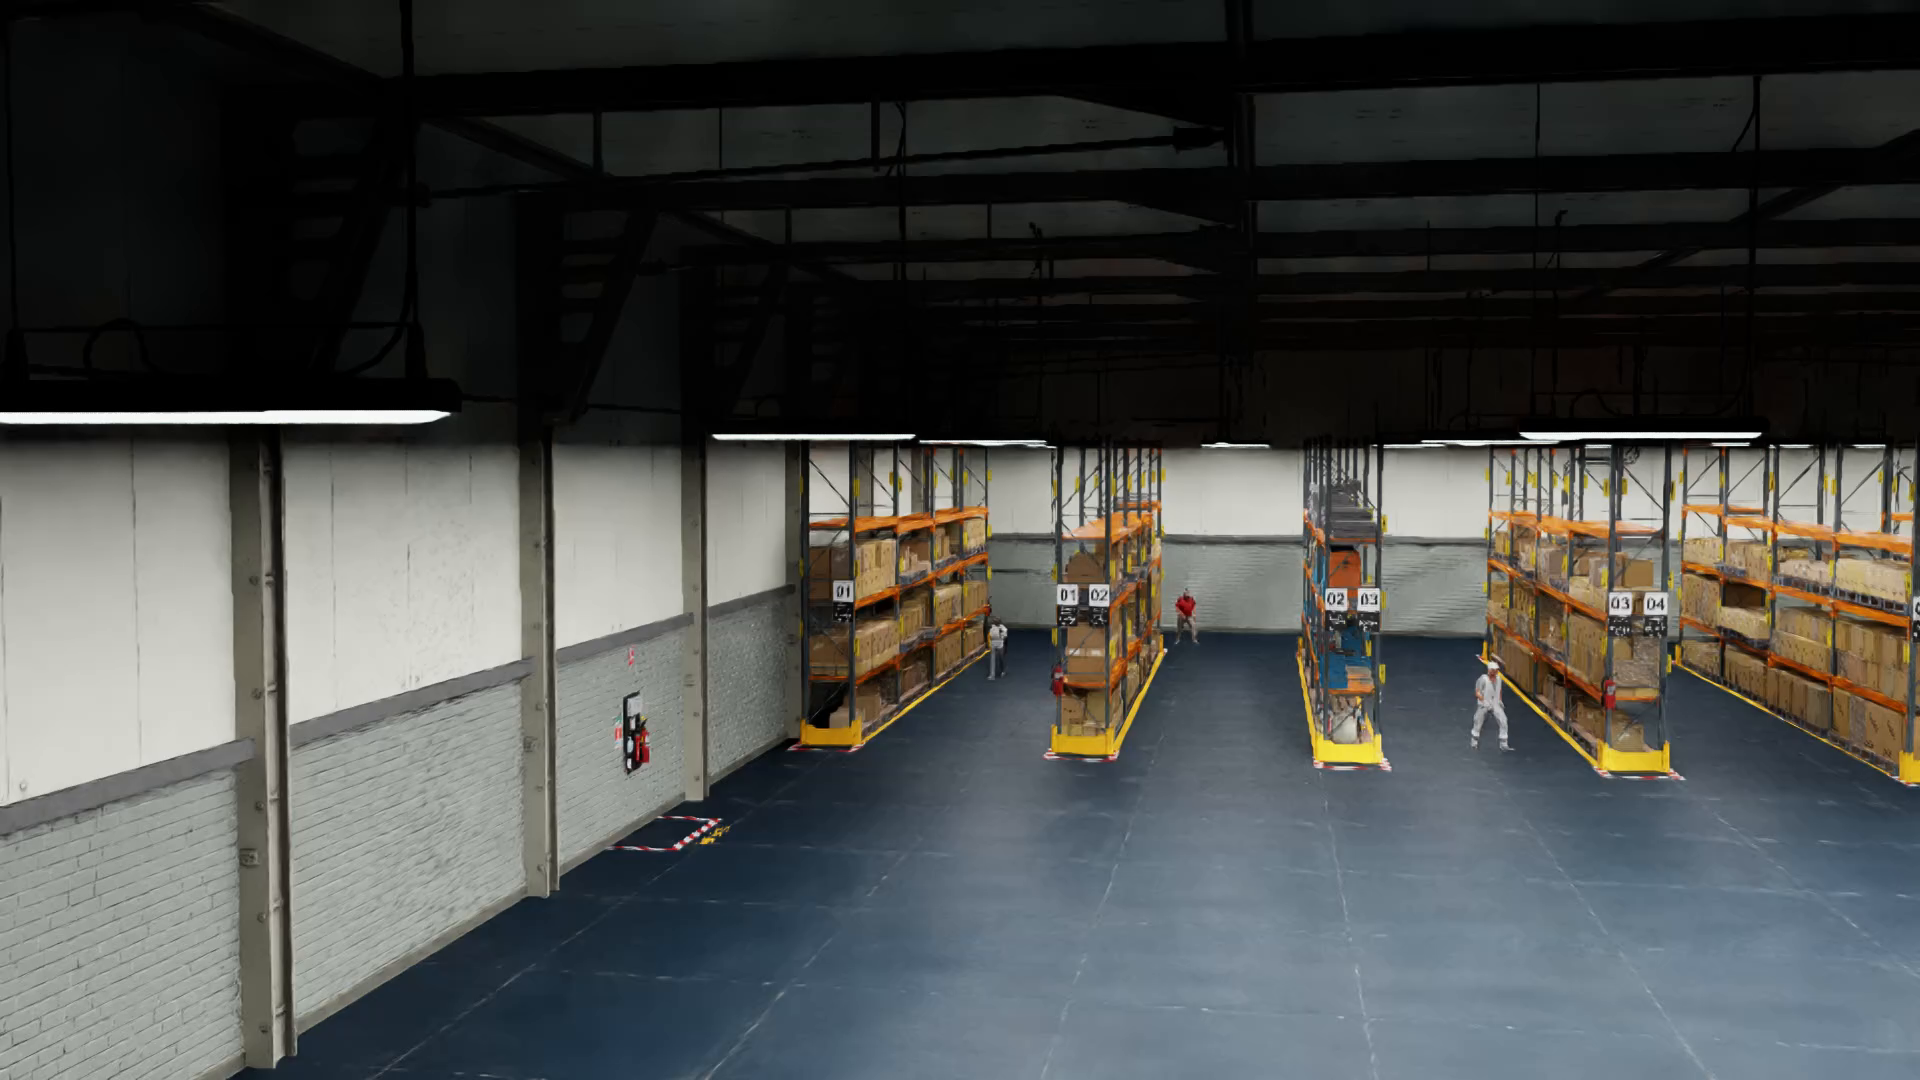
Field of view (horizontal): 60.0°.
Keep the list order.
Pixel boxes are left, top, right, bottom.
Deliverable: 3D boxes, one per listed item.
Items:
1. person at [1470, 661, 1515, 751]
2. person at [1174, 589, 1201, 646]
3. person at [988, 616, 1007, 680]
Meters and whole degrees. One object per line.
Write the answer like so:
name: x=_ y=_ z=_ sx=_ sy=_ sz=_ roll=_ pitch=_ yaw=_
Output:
person: x=10.066 y=3.141 z=31.600 sx=0.686 sy=1.716 sz=0.829 roll=0 pitch=3 yaw=-7
person: x=6.626 y=2.299 z=48.702 sx=0.701 sy=1.569 sz=0.857 roll=0 pitch=3 yaw=-6
person: x=0.960 y=2.663 z=41.568 sx=0.445 sy=1.590 sz=1.091 roll=0 pitch=3 yaw=8
